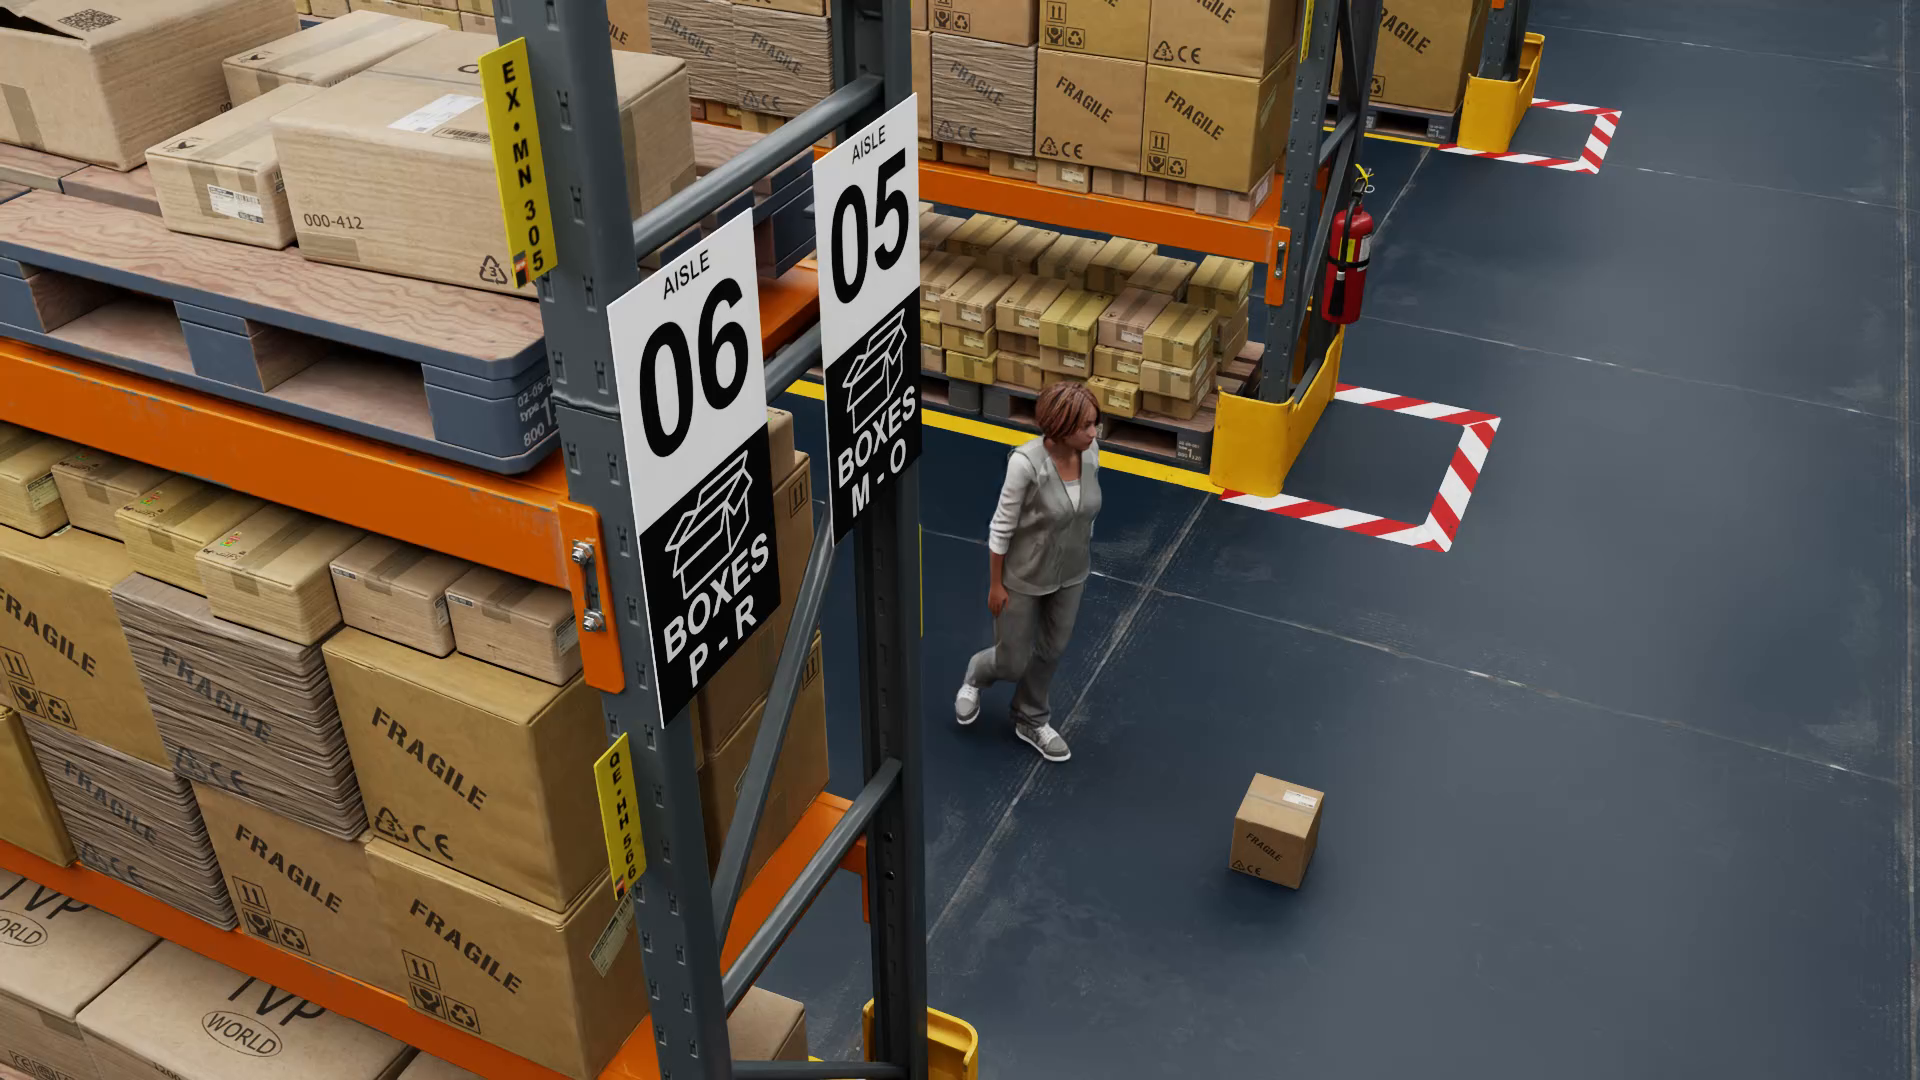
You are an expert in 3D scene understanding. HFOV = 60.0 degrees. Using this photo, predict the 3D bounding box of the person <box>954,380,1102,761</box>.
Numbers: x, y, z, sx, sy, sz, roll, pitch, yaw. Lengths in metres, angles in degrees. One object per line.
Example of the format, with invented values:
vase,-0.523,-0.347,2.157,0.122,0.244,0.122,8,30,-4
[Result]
person,0.244,0.093,6.011,0.470,1.593,0.514,-19,39,-26
